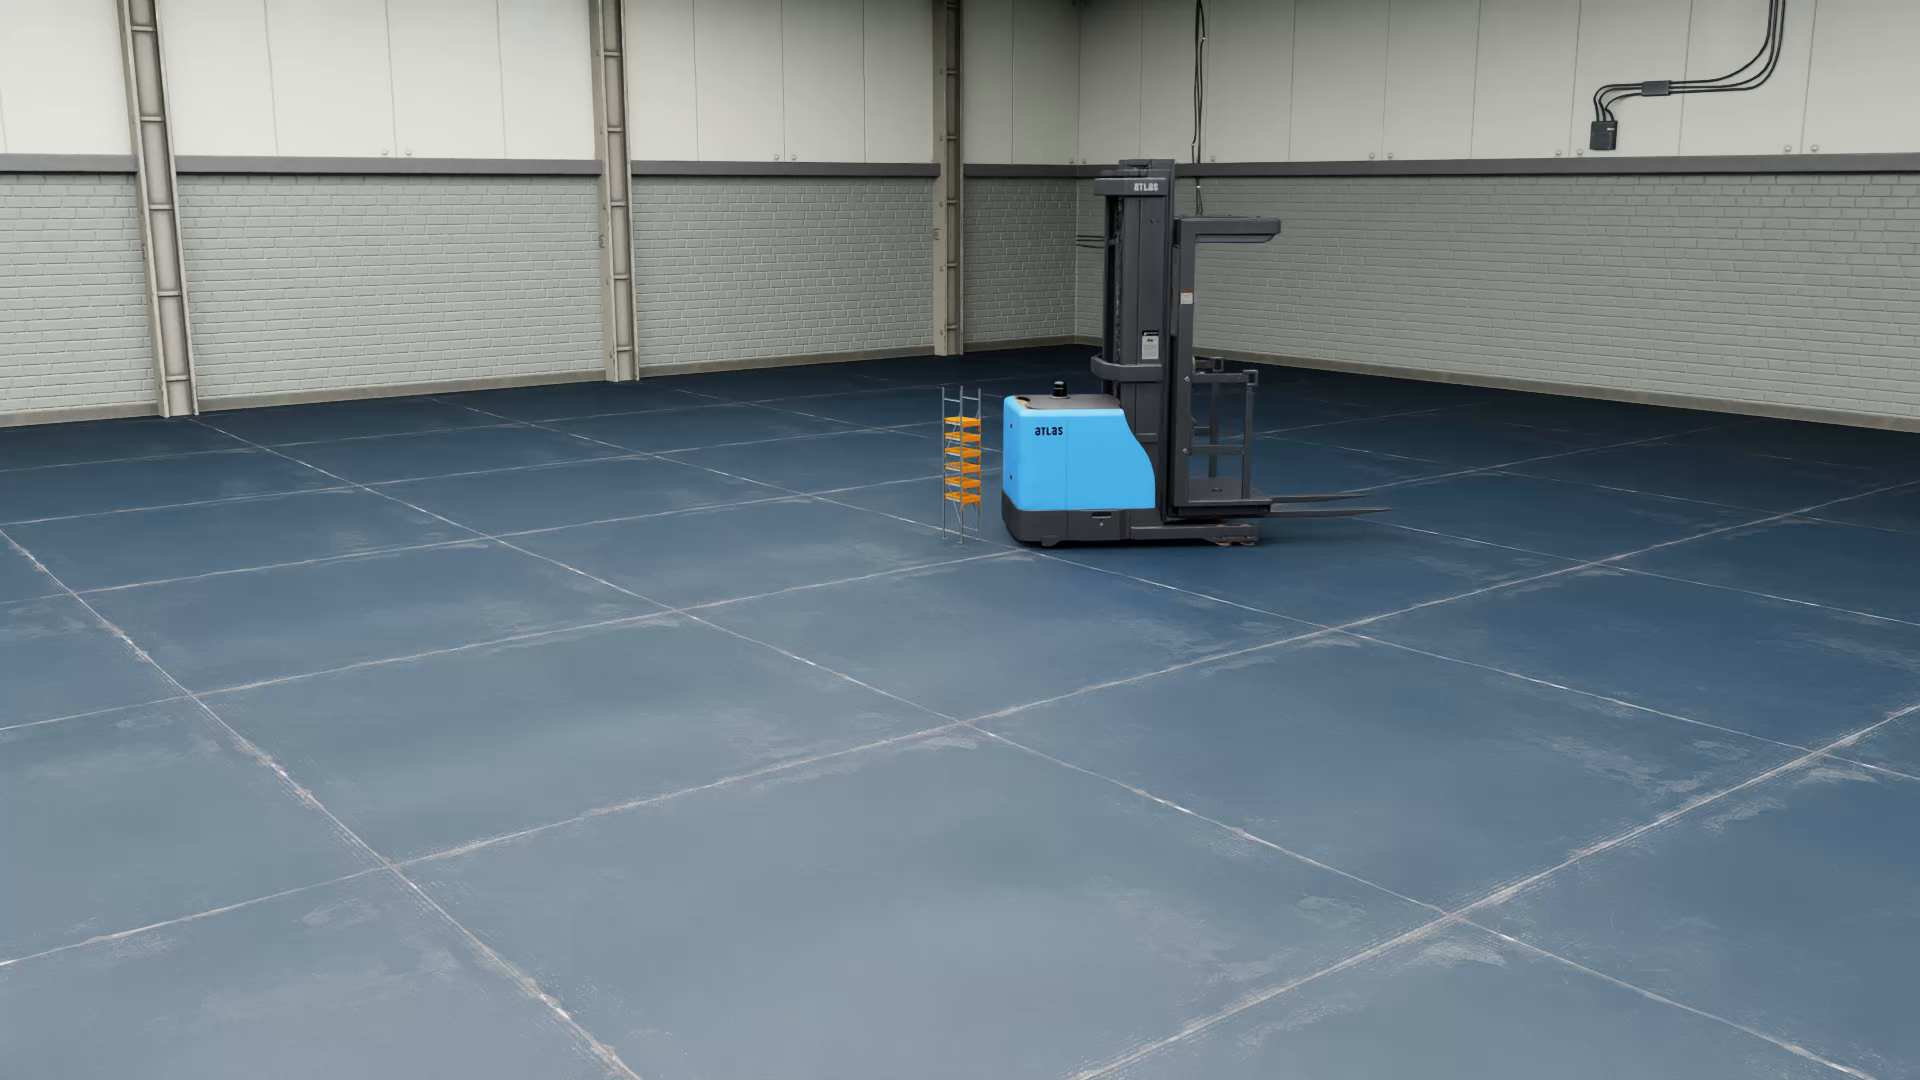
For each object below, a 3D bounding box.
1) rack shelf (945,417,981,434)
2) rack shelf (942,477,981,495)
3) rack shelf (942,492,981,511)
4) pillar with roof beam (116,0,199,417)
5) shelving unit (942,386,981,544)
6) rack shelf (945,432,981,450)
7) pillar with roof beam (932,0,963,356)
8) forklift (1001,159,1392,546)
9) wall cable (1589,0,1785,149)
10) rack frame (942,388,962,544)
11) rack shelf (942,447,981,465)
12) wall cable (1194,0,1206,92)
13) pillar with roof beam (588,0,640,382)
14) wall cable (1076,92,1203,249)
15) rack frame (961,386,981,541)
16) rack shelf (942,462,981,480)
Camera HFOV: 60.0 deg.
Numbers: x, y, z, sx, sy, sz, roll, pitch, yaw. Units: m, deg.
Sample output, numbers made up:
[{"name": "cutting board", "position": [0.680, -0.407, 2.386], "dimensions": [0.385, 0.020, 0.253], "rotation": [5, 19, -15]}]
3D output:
[{"name": "rack shelf", "position": [0.011, -0.897, 12.947], "dimensions": [0.180, 0.103, 0.258], "rotation": [-9, 15, -38]}, {"name": "rack shelf", "position": [0.011, -0.428, 13.047], "dimensions": [0.180, 0.103, 0.258], "rotation": [-9, 15, -38]}, {"name": "rack shelf", "position": [0.011, -0.311, 13.072], "dimensions": [0.180, 0.103, 0.258], "rotation": [-9, 15, -38]}, {"name": "pillar with roof beam", "position": [-6.874, -5.238, 16.132], "dimensions": [0.400, 9.000, 9.100], "rotation": [-9, 15, -38]}, {"name": "shelving unit", "position": [0.011, -0.589, 13.013], "dimensions": [0.189, 1.200, 0.258], "rotation": [-9, 15, -38]}, {"name": "rack shelf", "position": [0.011, -0.780, 12.972], "dimensions": [0.180, 0.103, 0.258], "rotation": [-9, 15, -38]}, {"name": "pillar with roof beam", "position": [2.496, -6.795, 23.465], "dimensions": [0.400, 9.000, 9.100], "rotation": [-9, 15, -38]}, {"name": "forklift", "position": [1.893, -1.493, 13.102], "dimensions": [3.031, 2.935, 1.130], "rotation": [-1, 12, -6]}, {"name": "wall cable", "position": [8.852, -7.783, 19.929], "dimensions": [0.169, 6.003, 2.305], "rotation": [-9, 15, -38]}, {"name": "rack frame", "position": [-0.060, -0.577, 12.957], "dimensions": [0.006, 1.200, 0.240], "rotation": [-9, 15, -38]}, {"name": "rack shelf", "position": [0.011, -0.663, 12.997], "dimensions": [0.180, 0.103, 0.258], "rotation": [-9, 15, -38]}, {"name": "wall cable", "position": [4.623, -8.174, 25.275], "dimensions": [0.112, 2.526, 3.097], "rotation": [-9, 15, -38]}, {"name": "pillar with roof beam", "position": [-2.189, -6.017, 19.799], "dimensions": [0.400, 9.000, 9.100], "rotation": [-9, 15, -38]}, {"name": "wall cable", "position": [2.933, -6.142, 27.866], "dimensions": [0.112, 2.526, 3.097], "rotation": [-9, 15, -38]}, {"name": "rack frame", "position": [0.083, -0.601, 13.069], "dimensions": [0.006, 1.200, 0.240], "rotation": [-9, 15, -38]}, {"name": "rack shelf", "position": [0.011, -0.545, 13.022], "dimensions": [0.180, 0.103, 0.258], "rotation": [-9, 15, -38]}]
